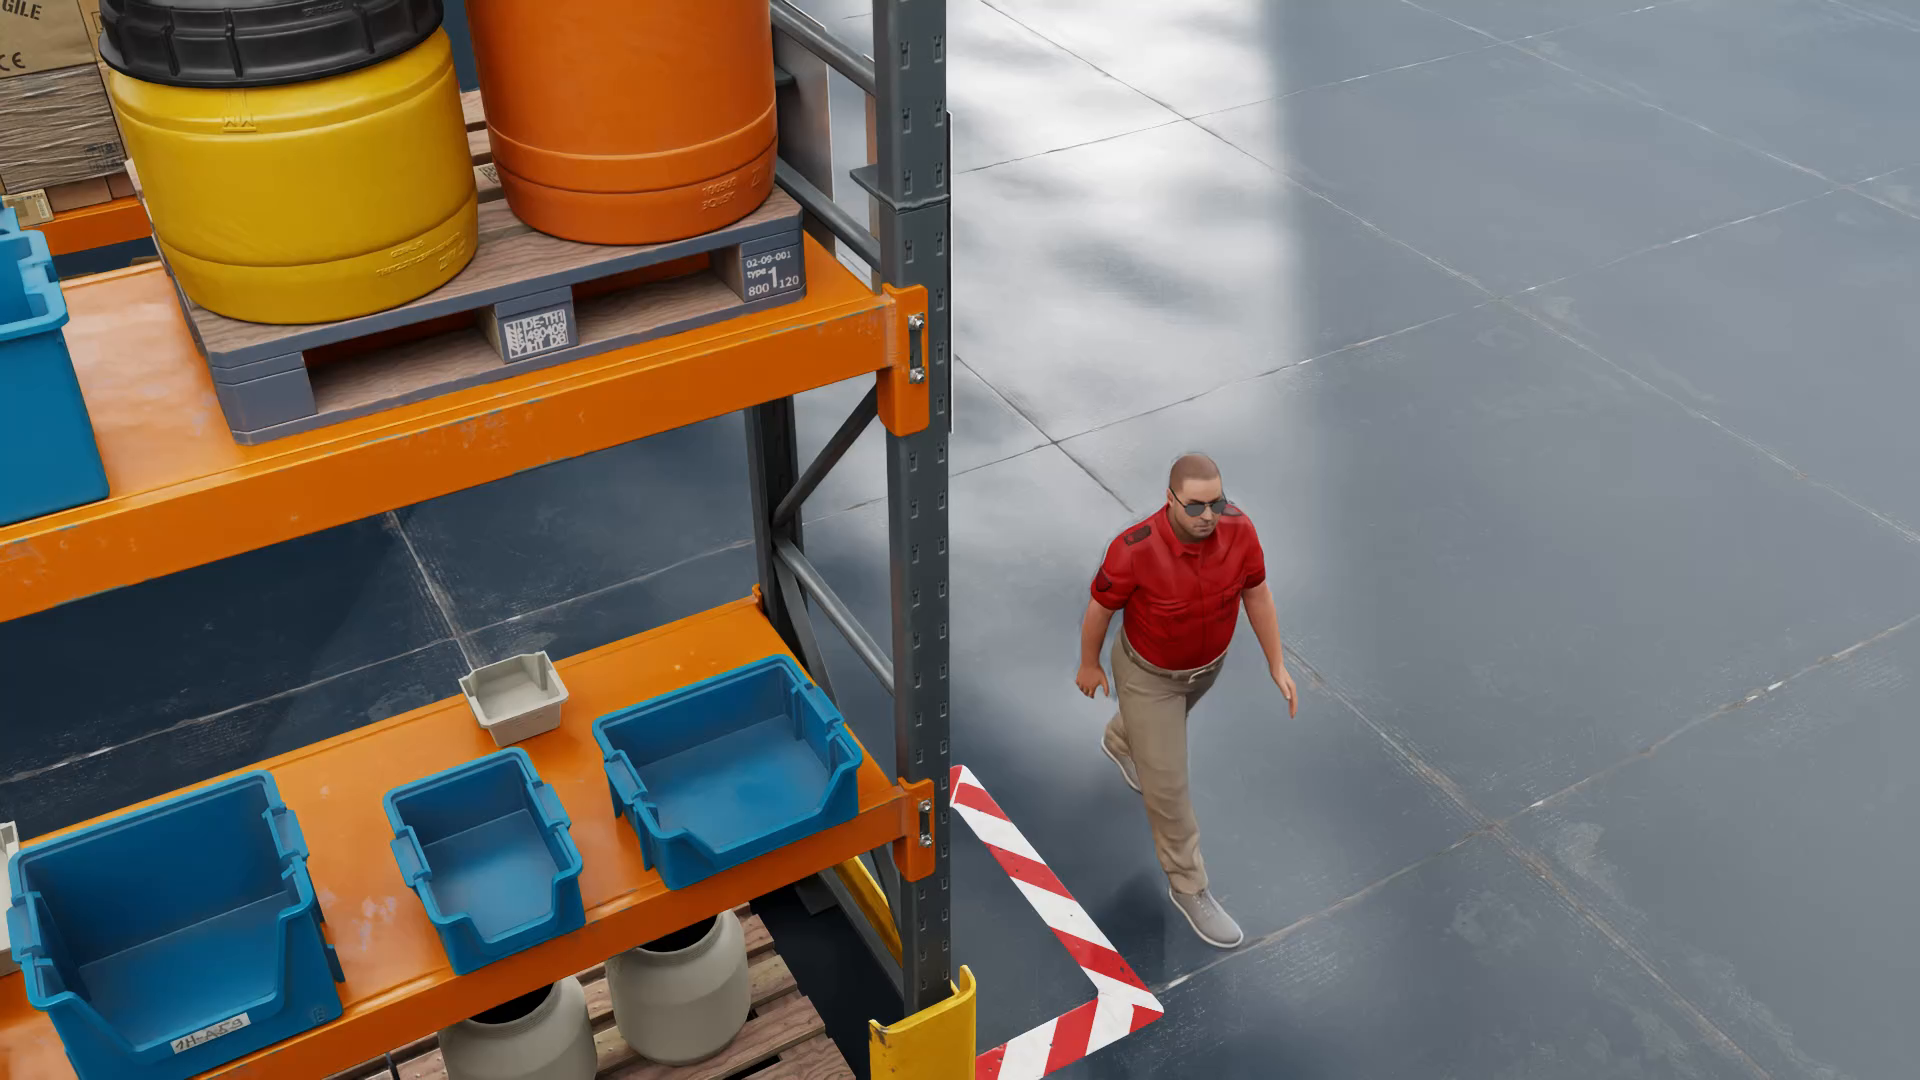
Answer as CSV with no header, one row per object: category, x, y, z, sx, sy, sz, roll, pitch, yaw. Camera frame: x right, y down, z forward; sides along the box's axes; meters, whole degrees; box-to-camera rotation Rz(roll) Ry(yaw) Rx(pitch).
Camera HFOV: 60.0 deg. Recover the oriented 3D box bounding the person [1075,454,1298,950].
person,0.753,0.436,5.557,0.587,1.660,1.063,-18,40,-23
